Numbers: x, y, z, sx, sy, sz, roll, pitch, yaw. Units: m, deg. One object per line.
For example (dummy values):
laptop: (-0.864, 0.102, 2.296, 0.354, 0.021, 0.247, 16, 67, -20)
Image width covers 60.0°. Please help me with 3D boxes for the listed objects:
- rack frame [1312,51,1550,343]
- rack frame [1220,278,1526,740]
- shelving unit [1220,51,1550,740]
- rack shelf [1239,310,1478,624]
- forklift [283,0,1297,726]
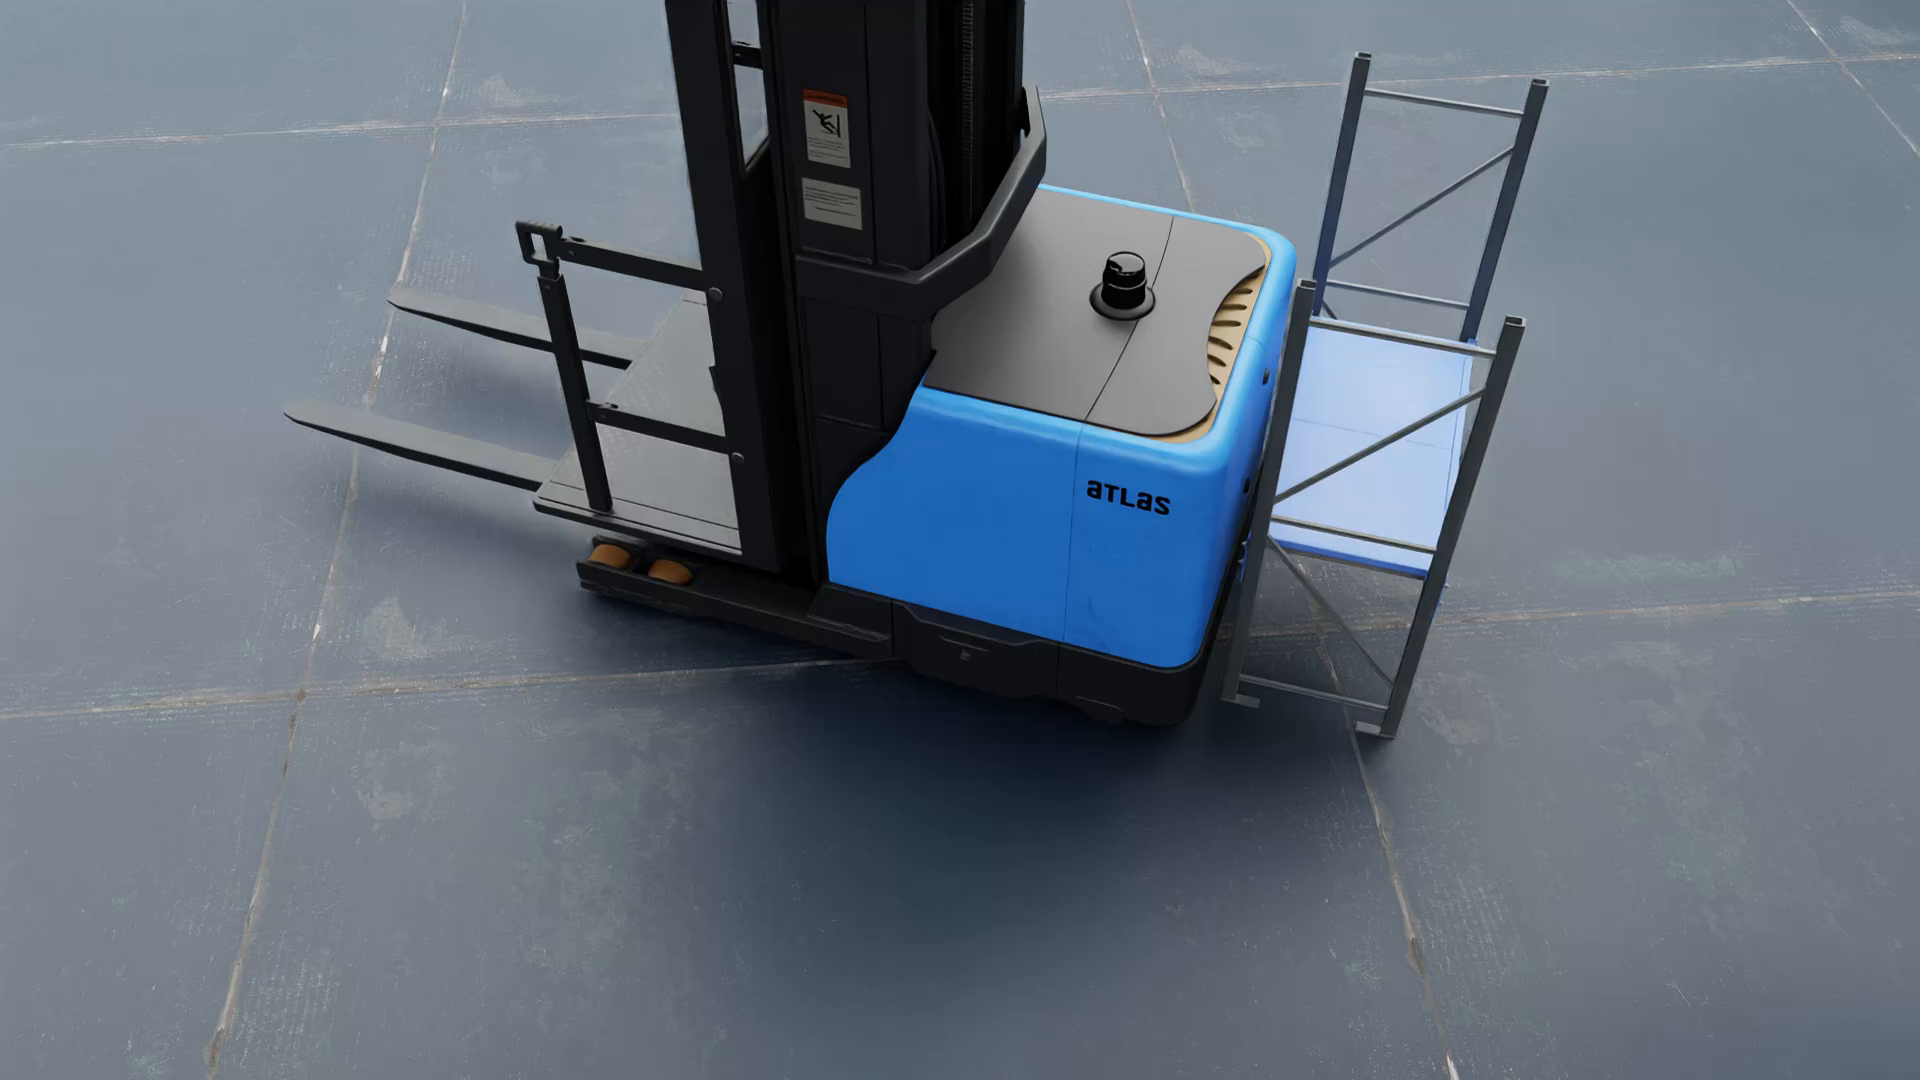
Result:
rack frame: (1.286, -0.719, 4.898, 0.500, 1.500, 0.032, 12, 48, 11)
rack frame: (0.997, -0.012, 4.228, 0.500, 1.500, 0.032, 12, 48, 11)
shelving unit: (1.141, -0.366, 4.563, 0.538, 1.500, 1.048, 12, 48, 11)
rack shelf: (1.141, -0.242, 4.694, 0.538, 0.185, 1.000, 12, 48, 11)
forklift: (-0.633, -1.135, 4.306, 3.031, 2.935, 1.130, 14, 48, 13)
